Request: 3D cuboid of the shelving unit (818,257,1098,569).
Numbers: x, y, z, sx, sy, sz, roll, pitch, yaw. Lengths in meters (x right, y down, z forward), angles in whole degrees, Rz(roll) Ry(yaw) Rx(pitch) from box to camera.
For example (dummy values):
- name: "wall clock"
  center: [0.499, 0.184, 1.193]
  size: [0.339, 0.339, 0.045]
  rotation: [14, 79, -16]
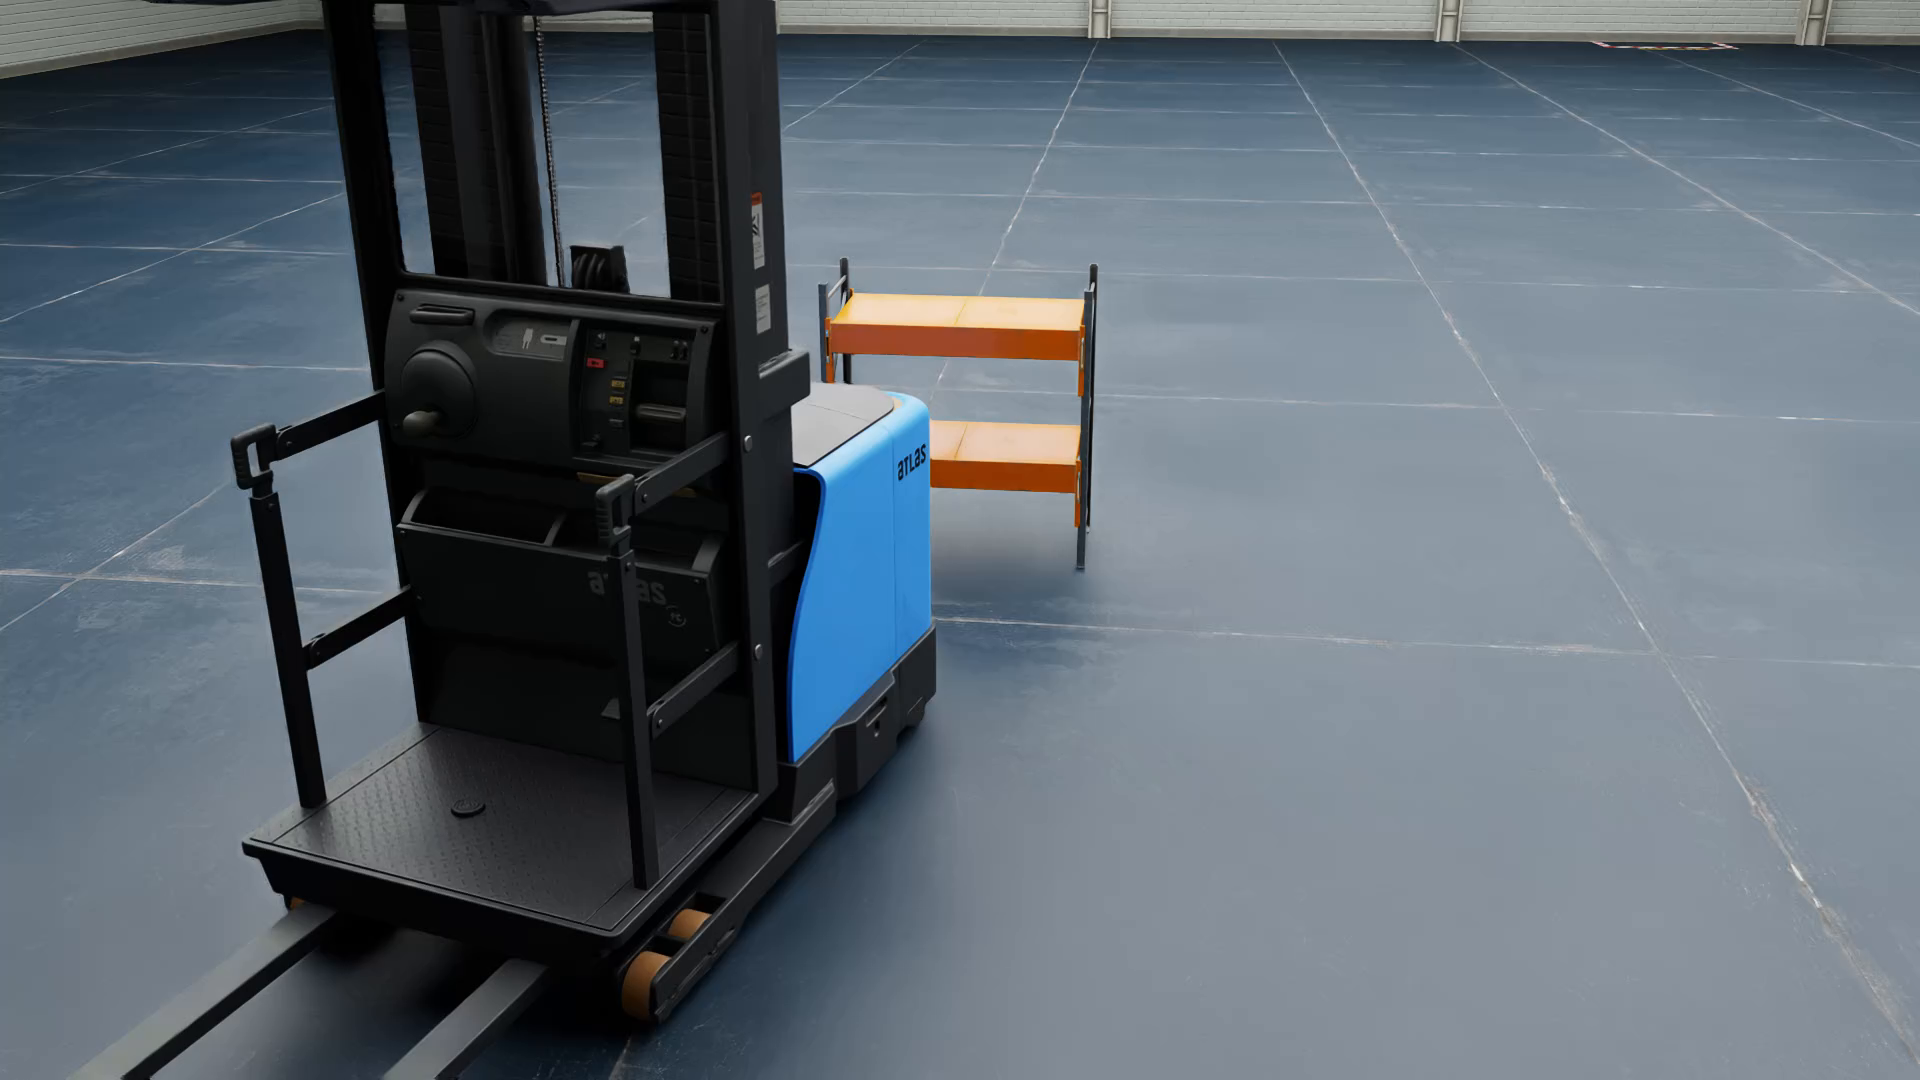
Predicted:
- name: "shelving unit"
  center: [0.007, -0.523, 6.732]
  size: [1.048, 1.125, 0.538]
  rotation: [2, 22, 6]

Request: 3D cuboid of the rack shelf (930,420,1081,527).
- name: "rack shelf"
  center: [0.007, -0.295, 6.822]
  size: [1.000, 0.278, 0.538]
  rotation: [2, 22, 6]

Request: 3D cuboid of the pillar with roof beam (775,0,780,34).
- name: "pillar with roof beam"
  center: [-3.991, -11.790, 24.522]
  size: [0.400, 9.000, 9.100]
  rotation: [2, 22, 6]

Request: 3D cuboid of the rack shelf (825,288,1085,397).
- name: "rack shelf"
  center: [0.007, -0.795, 6.625]
  size: [1.000, 0.278, 0.538]
  rotation: [2, 22, 6]

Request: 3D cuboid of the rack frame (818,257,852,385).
- name: "rack frame"
  center: [-0.498, -0.545, 6.788]
  size: [0.032, 1.125, 0.500]
  rotation: [2, 22, 6]

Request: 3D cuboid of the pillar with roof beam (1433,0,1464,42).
- name: "pillar with roof beam"
  center: [7.926, -11.271, 23.209]
  size: [0.400, 9.000, 9.100]
  rotation: [2, 22, 6]

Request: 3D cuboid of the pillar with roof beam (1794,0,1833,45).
- name: "pillar with roof beam"
  center: [13.884, -11.011, 22.552]
  size: [0.400, 9.000, 9.100]
  rotation: [2, 22, 6]

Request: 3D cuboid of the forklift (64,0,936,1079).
- name: "forklift"
  center: [-1.098, -0.377, 3.908]
  size: [1.130, 2.935, 3.031]
  rotation: [8, 23, 20]

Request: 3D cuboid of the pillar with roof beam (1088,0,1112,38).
- name: "pillar with roof beam"
  center: [1.967, -11.530, 23.865]
  size: [0.400, 9.000, 9.100]
  rotation: [2, 22, 6]

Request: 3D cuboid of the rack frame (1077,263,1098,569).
- name: "rack frame"
  center: [0.512, -0.501, 6.677]
  size: [0.032, 1.125, 0.500]
  rotation: [2, 22, 6]
